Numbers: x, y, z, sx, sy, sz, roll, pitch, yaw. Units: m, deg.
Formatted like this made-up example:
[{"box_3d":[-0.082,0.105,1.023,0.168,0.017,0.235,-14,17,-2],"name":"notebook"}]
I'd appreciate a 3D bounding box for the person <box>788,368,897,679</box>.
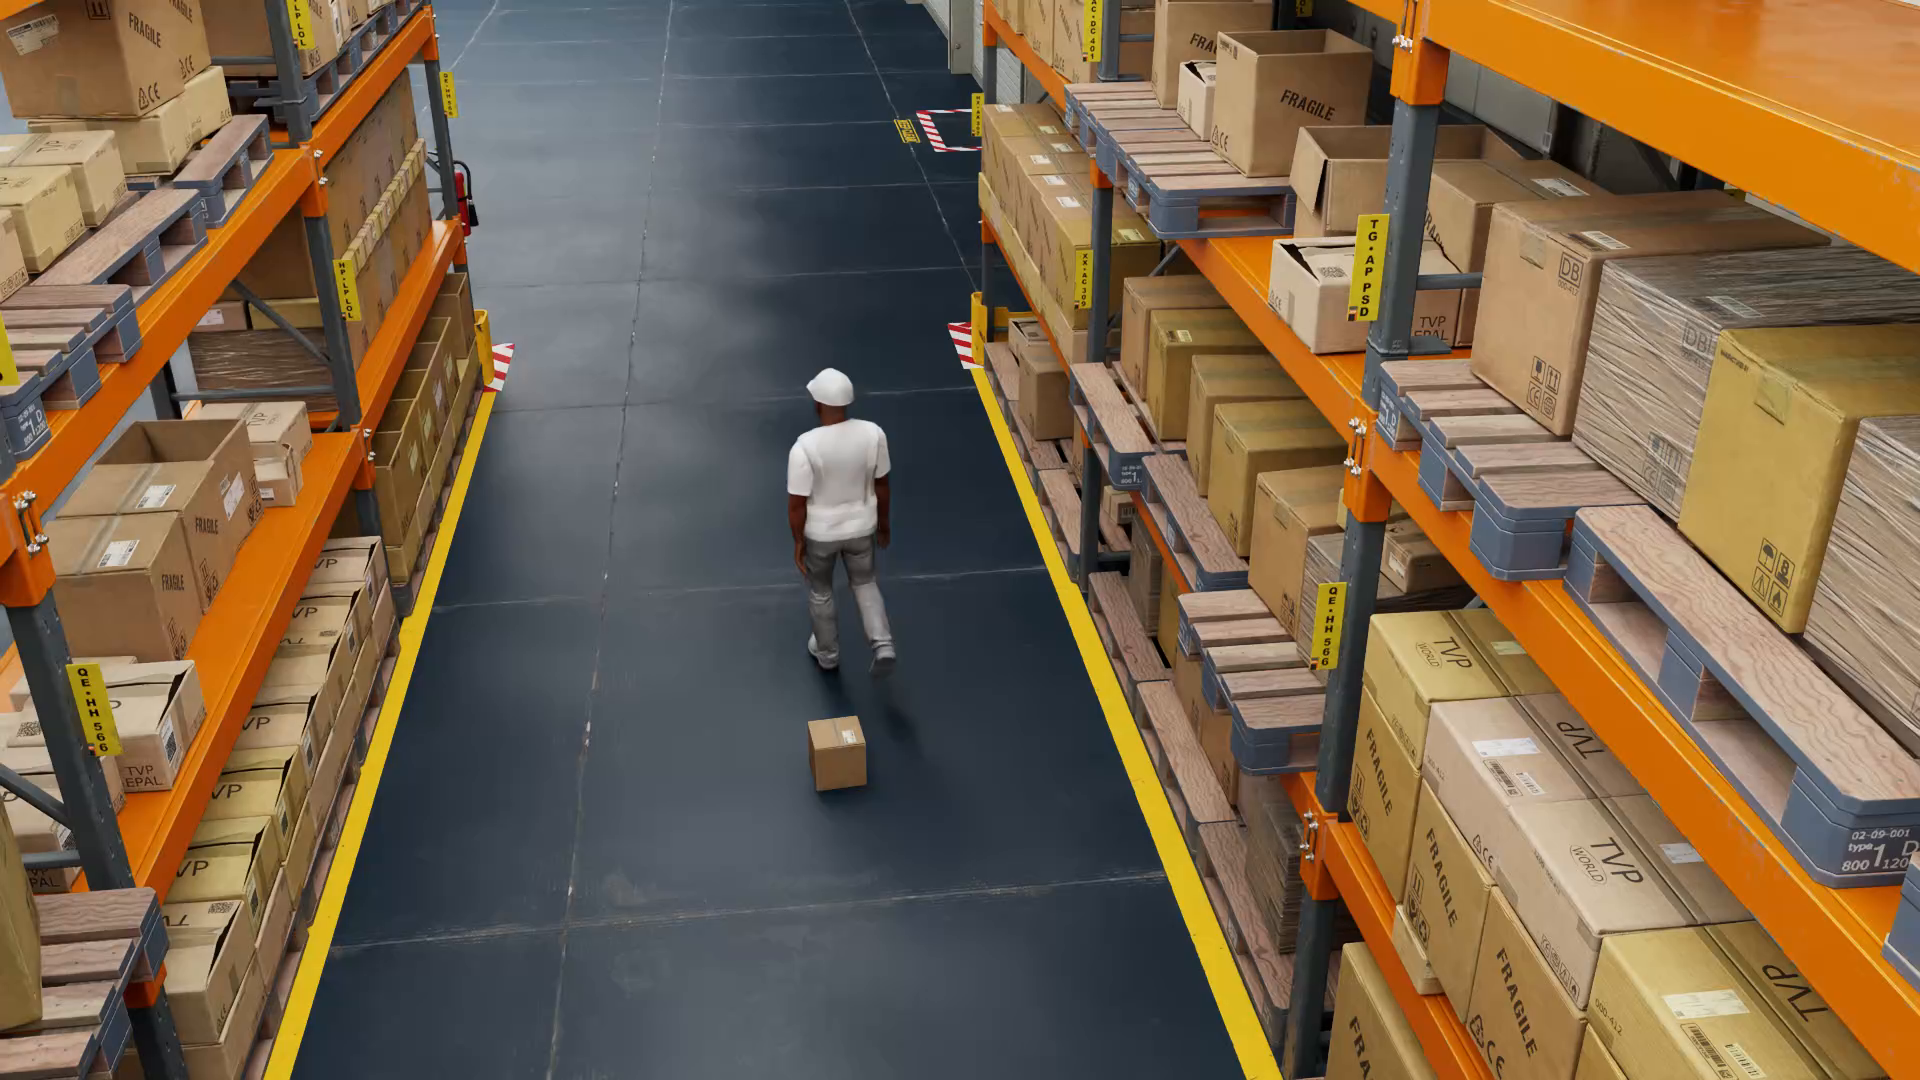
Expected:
[{"box_3d":[-0.611,-0.047,8.657,0.575,1.750,0.772,-11,29,-21],"name":"person"}]
